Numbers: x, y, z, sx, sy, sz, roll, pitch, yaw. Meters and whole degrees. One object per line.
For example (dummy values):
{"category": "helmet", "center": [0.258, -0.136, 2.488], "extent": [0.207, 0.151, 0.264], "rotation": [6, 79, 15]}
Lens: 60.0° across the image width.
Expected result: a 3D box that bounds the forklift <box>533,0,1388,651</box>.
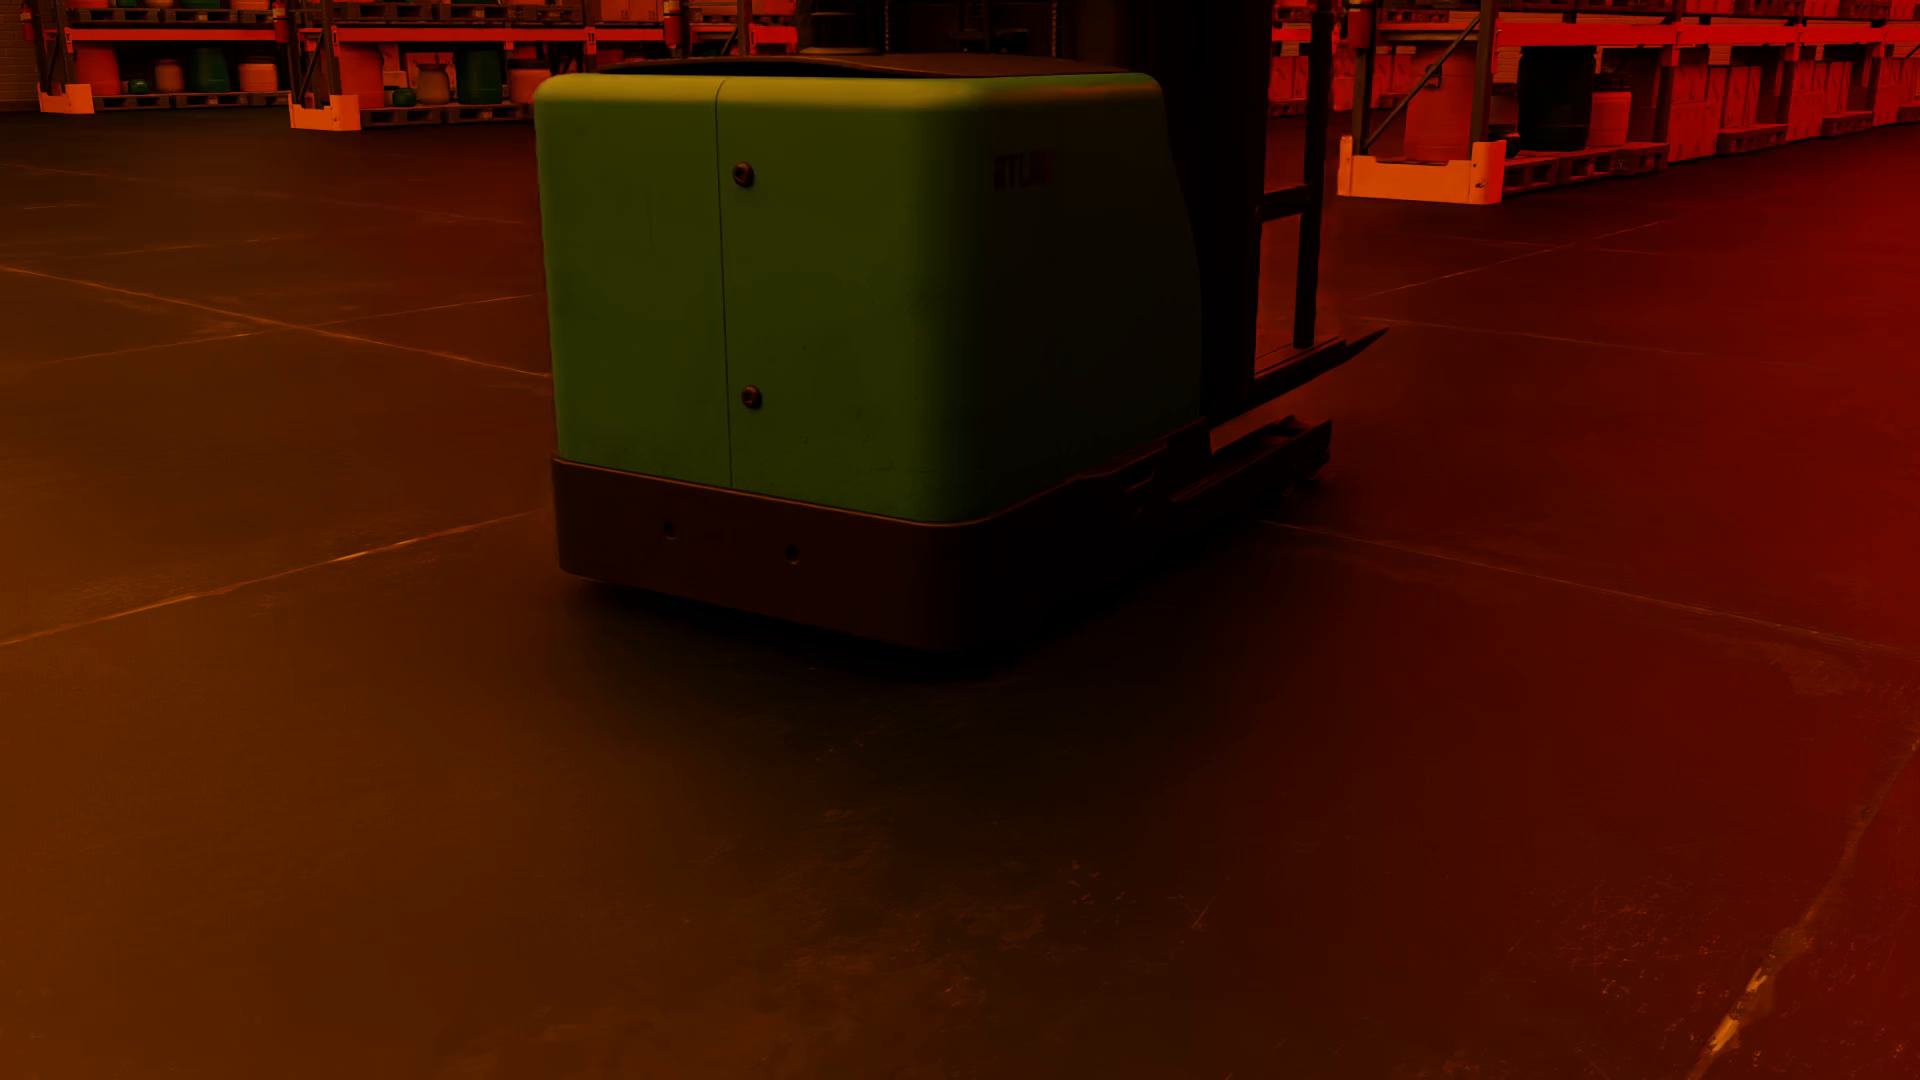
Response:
{"category": "forklift", "center": [0.344, -1.574, 4.080], "extent": [1.130, 2.935, 3.031], "rotation": [10, 20, 30]}
